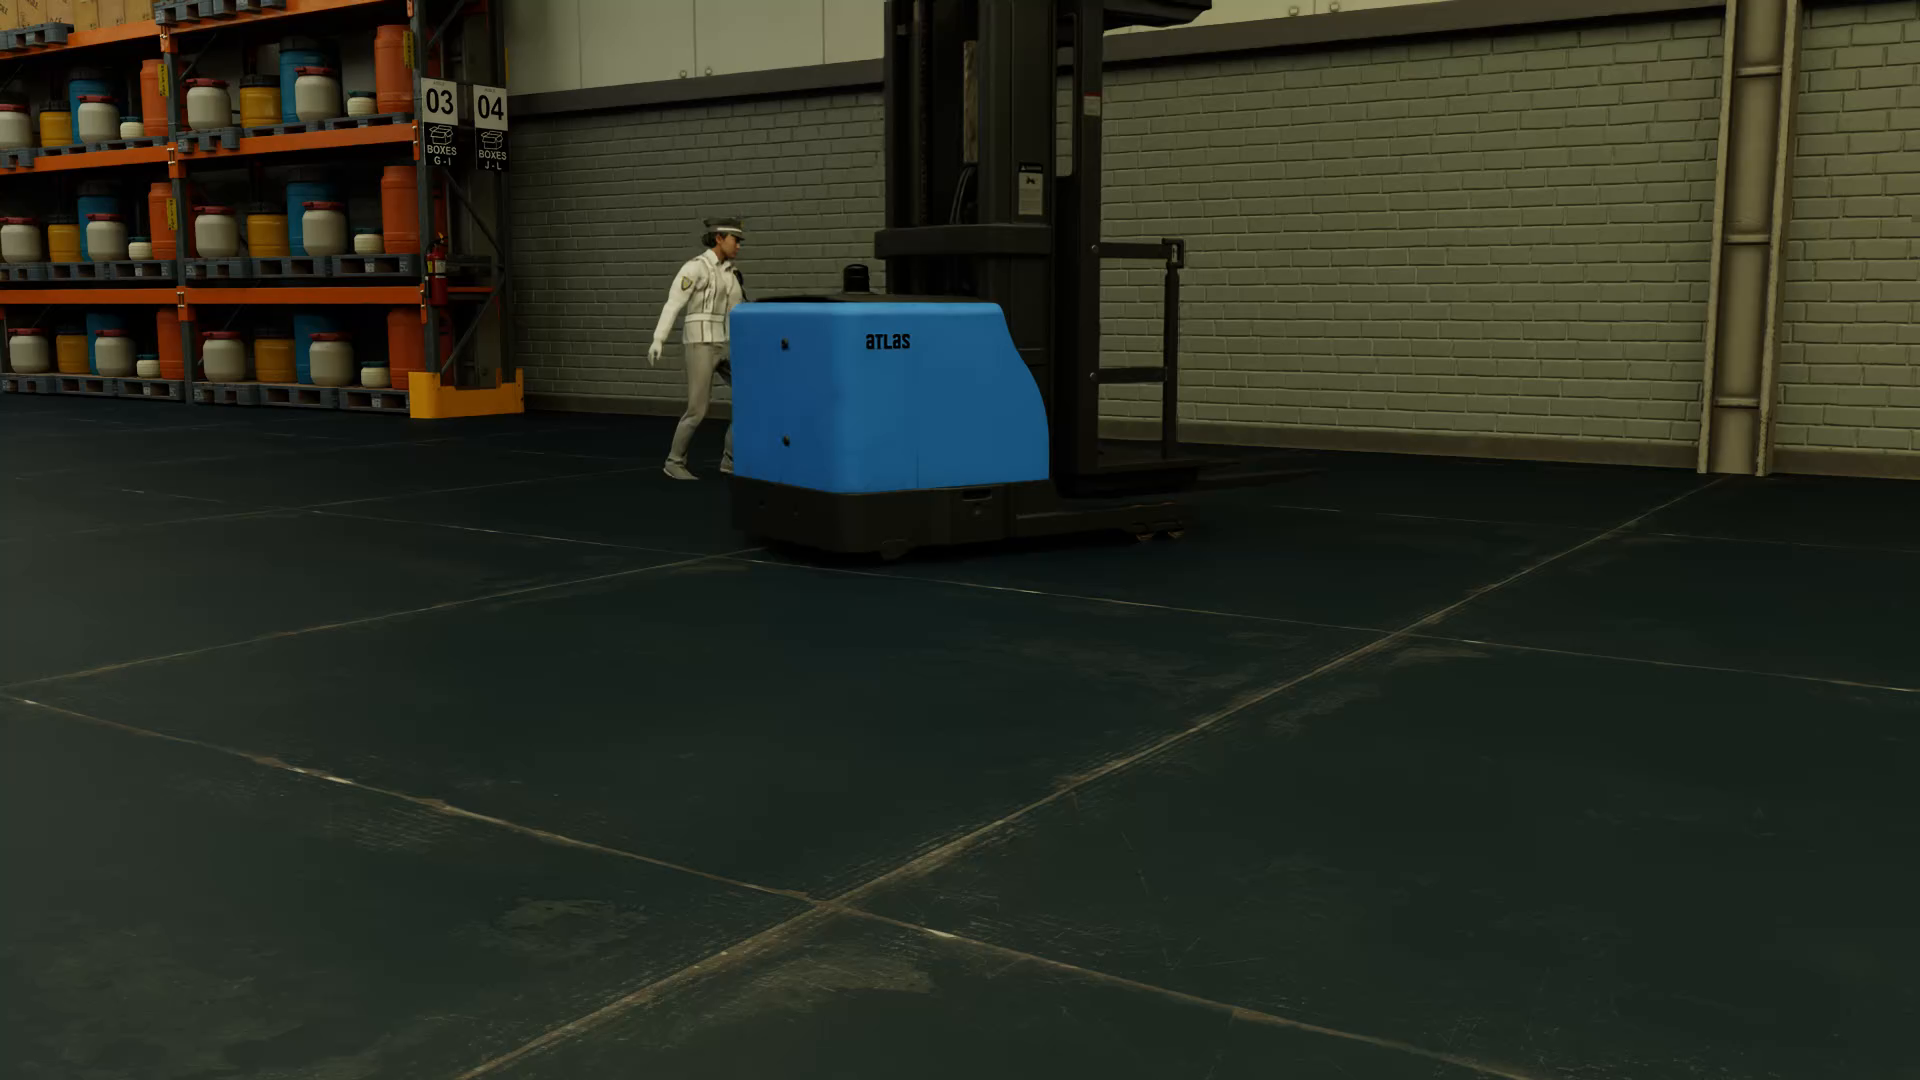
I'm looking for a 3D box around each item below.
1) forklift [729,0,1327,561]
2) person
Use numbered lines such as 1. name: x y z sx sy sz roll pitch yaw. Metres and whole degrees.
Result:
1. forklift: 0.462 -1.504 7.769 3.031 2.935 1.130 -6 10 -35
2. person: -1.579 -1.158 10.258 0.452 1.648 0.813 7 11 40
